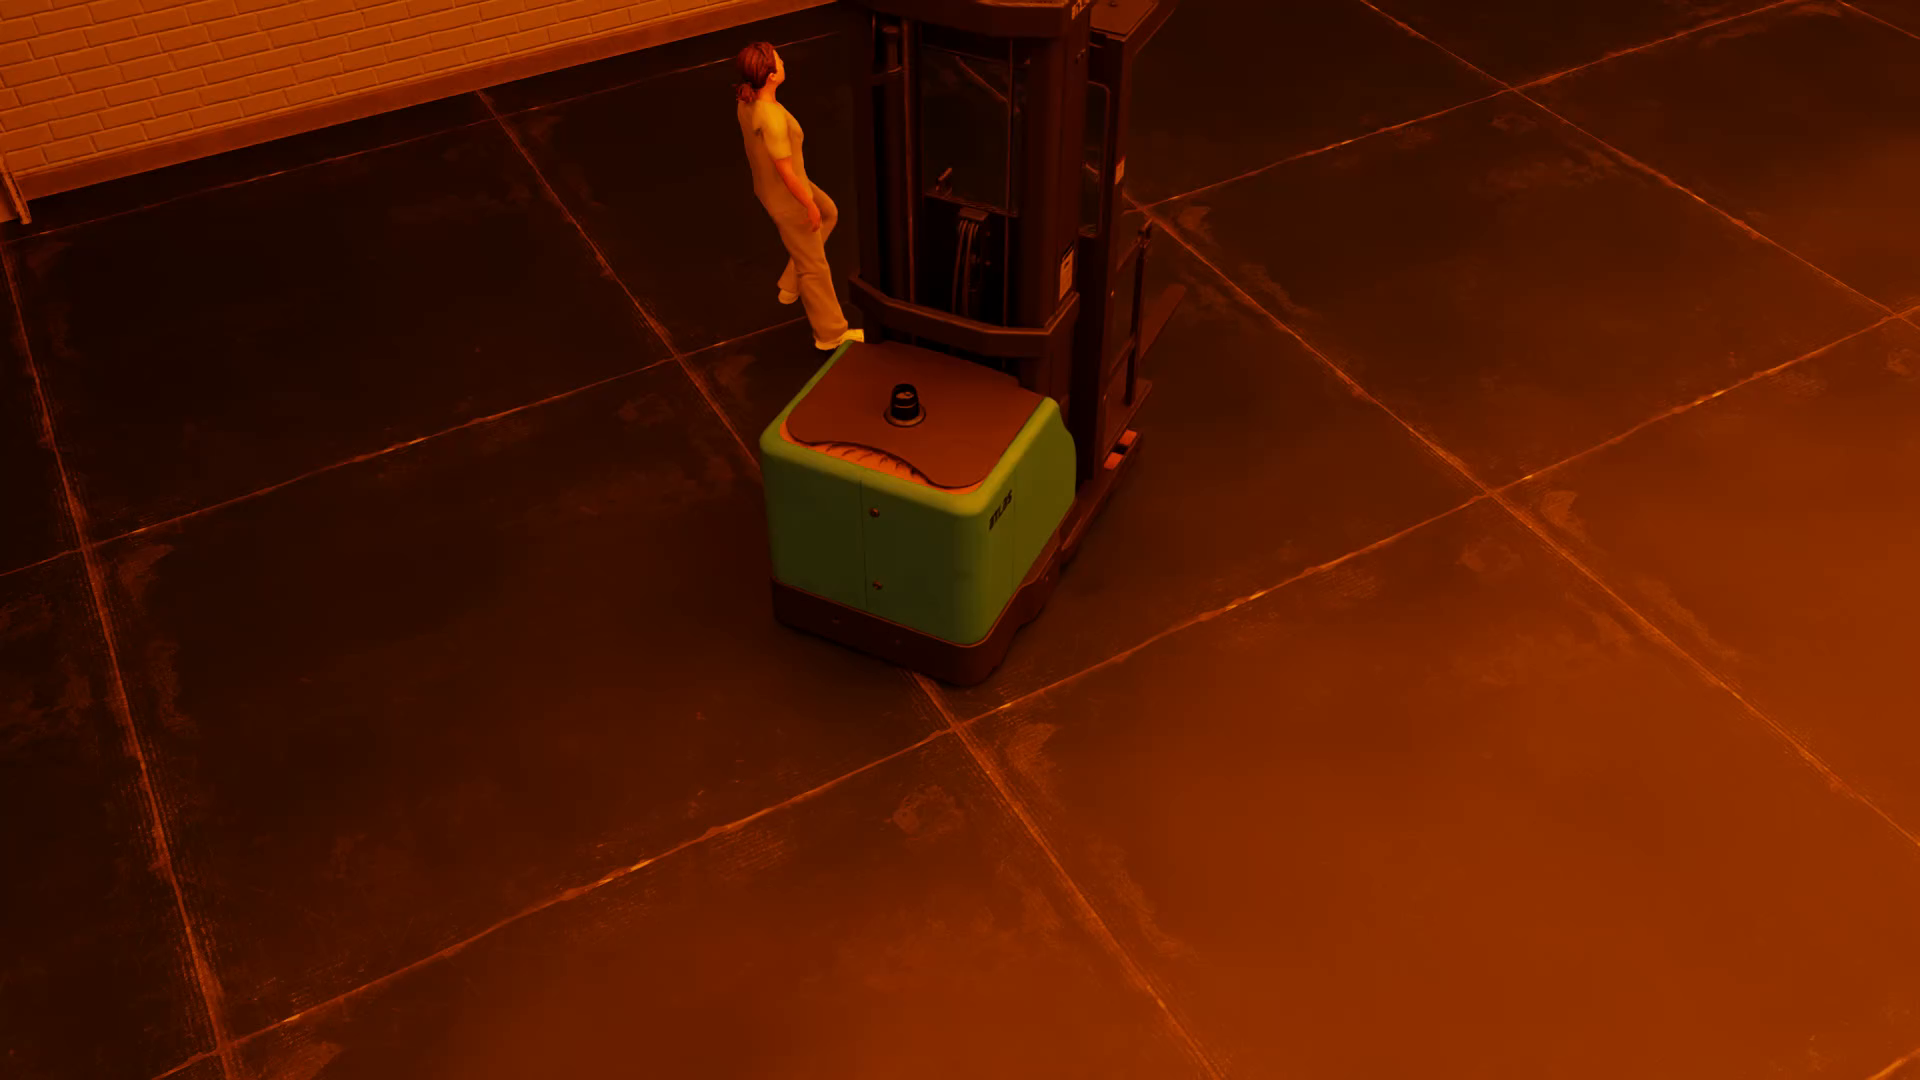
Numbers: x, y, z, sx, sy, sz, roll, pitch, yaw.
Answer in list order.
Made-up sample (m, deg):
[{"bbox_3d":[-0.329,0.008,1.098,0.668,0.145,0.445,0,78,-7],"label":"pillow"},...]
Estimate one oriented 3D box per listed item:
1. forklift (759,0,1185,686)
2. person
[{"bbox_3d":[0.261,-1.459,7.271,1.130,2.935,3.031,18,46,19],"label":"forklift"},{"bbox_3d":[-0.829,-1.746,8.444,0.545,1.662,0.549,-21,47,-21],"label":"person"}]
